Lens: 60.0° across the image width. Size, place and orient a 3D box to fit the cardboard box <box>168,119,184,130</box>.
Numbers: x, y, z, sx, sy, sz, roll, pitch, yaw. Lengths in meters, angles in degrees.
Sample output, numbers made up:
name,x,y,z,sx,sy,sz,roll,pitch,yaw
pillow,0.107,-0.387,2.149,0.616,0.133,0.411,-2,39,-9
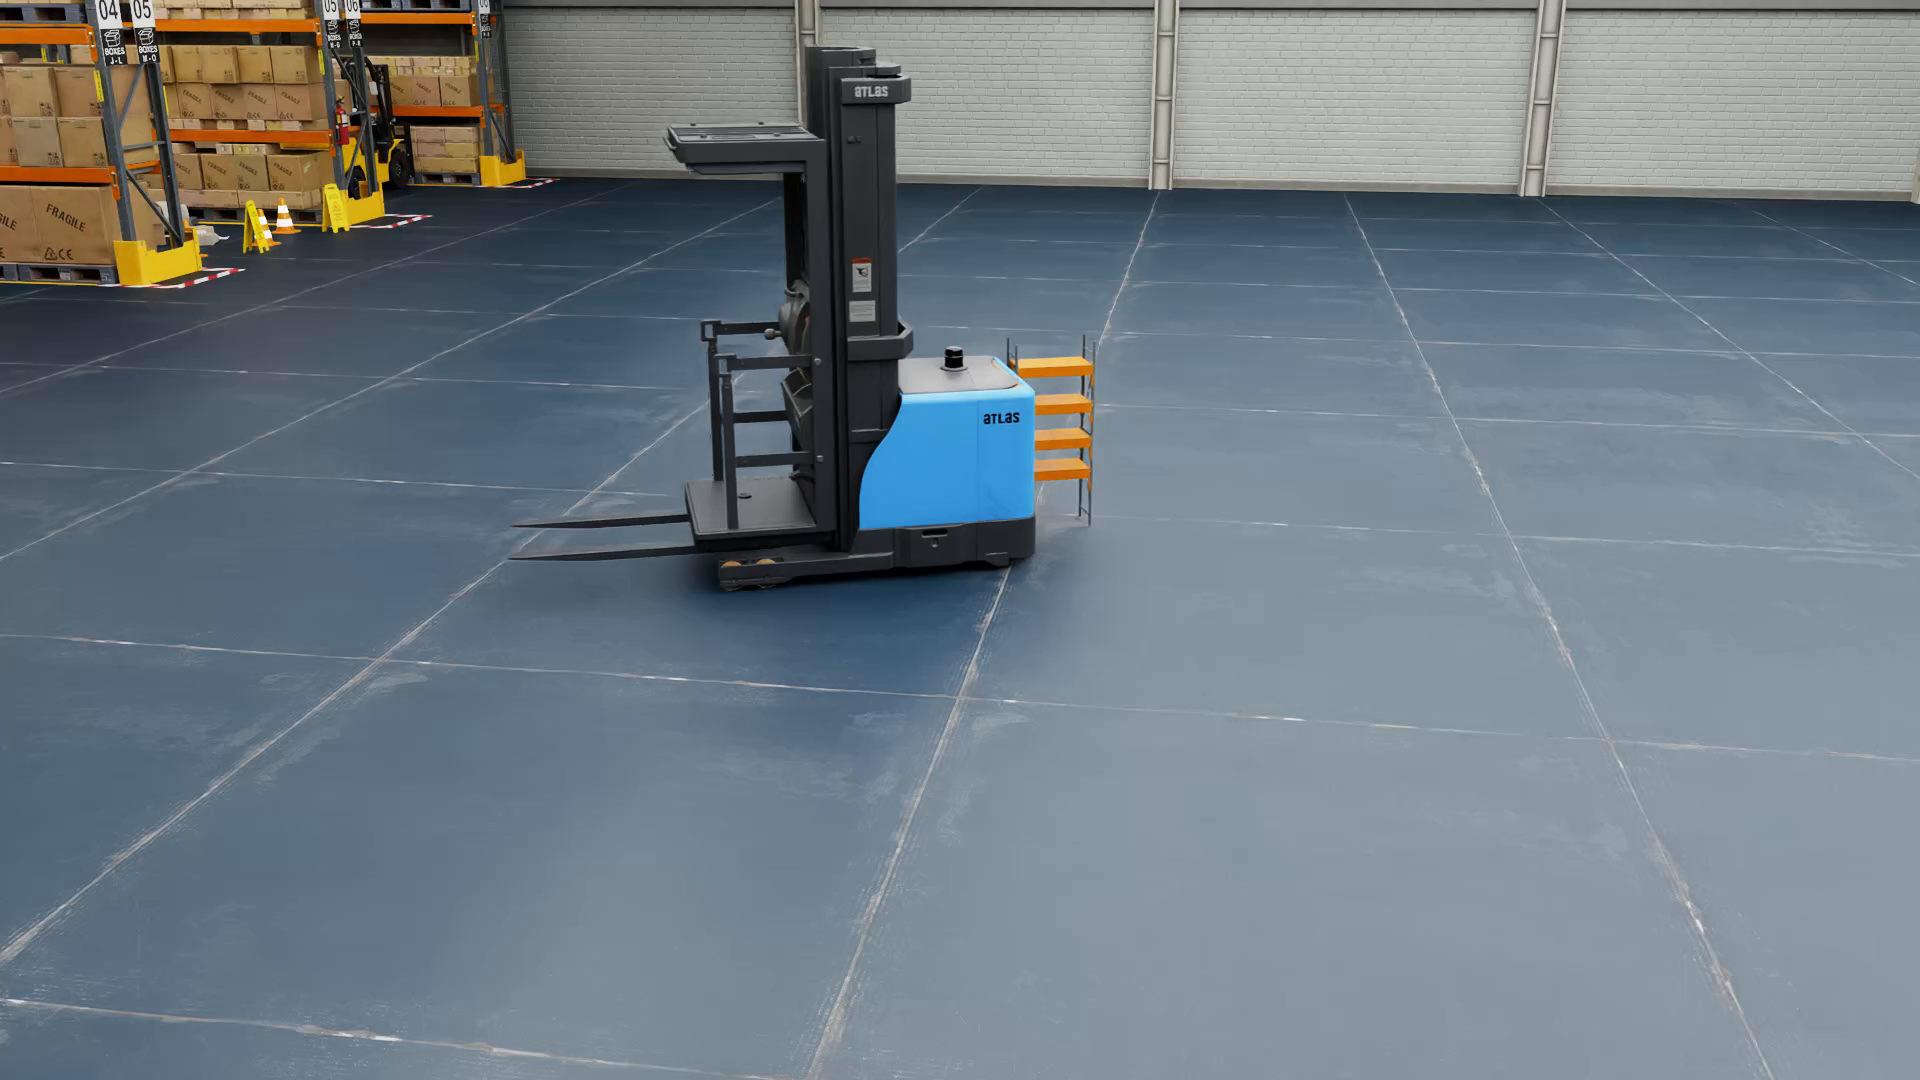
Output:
name,x,y,z,sx,sy,sz,roll,pitch,yaw
cardboard box,-11.140,-5.969,23.811,0.250,0.149,0.380,3,19,9

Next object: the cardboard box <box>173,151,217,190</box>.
name,x,y,z,sx,sy,sz,roll,pitch,yaw
cardboard box,-11.080,-5.358,24.080,0.500,0.500,0.500,4,19,12

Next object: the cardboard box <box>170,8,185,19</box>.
name,x,y,z,sx,sy,sz,roll,pitch,yaw
cardboard box,-10.868,-7.404,23.374,0.250,0.149,0.380,3,19,9

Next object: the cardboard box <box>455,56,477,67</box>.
name,x,y,z,sx,sy,sz,roll,pitch,yaw
cardboard box,-8.316,-8.074,28.057,0.250,0.149,0.380,3,19,9

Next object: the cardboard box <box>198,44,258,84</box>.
name,x,y,z,sx,sy,sz,roll,pitch,yaw
cardboard box,-10.270,-6.712,23.432,0.500,0.500,0.700,3,19,8

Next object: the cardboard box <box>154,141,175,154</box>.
name,x,y,z,sx,sy,sz,roll,pitch,yaw
cardboard box,-11.500,-5.665,23.976,0.250,0.149,0.380,4,19,11

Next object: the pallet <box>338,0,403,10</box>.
name,x,y,z,sx,sy,sz,roll,pitch,yaw
pallet,-9.831,-9.111,28.216,1.213,0.211,1.003,3,19,9

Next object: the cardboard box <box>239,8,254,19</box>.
name,x,y,z,sx,sy,sz,roll,pitch,yaw
cardboard box,-9.856,-7.364,23.253,0.250,0.149,0.380,3,19,9

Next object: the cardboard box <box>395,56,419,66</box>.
name,x,y,z,sx,sy,sz,roll,pitch,yaw
cardboard box,-9.336,-8.095,28.121,0.250,0.149,0.380,3,19,10

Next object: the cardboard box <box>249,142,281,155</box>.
name,x,y,z,sx,sy,sz,roll,pitch,yaw
cardboard box,-9.918,-5.585,23.735,0.250,0.149,0.380,3,19,10

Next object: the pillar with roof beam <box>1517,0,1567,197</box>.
name,x,y,z,sx,sy,sz,roll,pitch,yaw
pillar with roof beam,8.616,-8.533,21.625,0.400,9.000,9.100,3,19,9

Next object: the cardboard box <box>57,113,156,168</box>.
name,x,y,z,sx,sy,sz,roll,pitch,yaw
cardboard box,-9.771,-4.590,19.058,0.550,0.550,0.875,3,19,9

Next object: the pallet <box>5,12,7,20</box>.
name,x,y,z,sx,sy,sz,roll,pitch,yaw
pallet,-11.340,-5.990,18.889,1.213,0.211,1.003,3,19,9

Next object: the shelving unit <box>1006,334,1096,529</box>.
name,x,y,z,sx,sy,sz,roll,pitch,yaw
shelving unit,0.559,-0.662,10.391,0.503,1.200,0.258,-4,19,-12

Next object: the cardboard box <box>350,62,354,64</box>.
name,x,y,z,sx,sy,sz,roll,pitch,yaw
cardboard box,-10.326,-8.174,28.357,0.250,0.149,0.380,3,19,8

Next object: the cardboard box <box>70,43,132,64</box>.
name,x,y,z,sx,sy,sz,roll,pitch,yaw
cardboard box,-12.262,-6.844,23.829,0.500,0.500,0.700,3,19,8

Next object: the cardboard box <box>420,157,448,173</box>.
name,x,y,z,sx,sy,sz,roll,pitch,yaw
cardboard box,-8.932,-6.473,28.595,0.500,0.250,0.500,3,19,9

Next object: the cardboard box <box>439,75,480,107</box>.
name,x,y,z,sx,sy,sz,roll,pitch,yaw
cardboard box,-8.456,-7.616,28.179,0.500,0.500,0.500,3,19,7

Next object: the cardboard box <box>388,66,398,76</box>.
name,x,y,z,sx,sy,sz,roll,pitch,yaw
cardboard box,-9.586,-7.967,28.207,0.250,0.149,0.380,3,19,9

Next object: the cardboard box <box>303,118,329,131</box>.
name,x,y,z,sx,sy,sz,roll,pitch,yaw
cardboard box,-9.116,-5.903,23.614,0.250,0.149,0.380,4,19,10

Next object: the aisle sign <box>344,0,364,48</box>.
name,x,y,z,sx,sy,sz,roll,pitch,yaw
aisle sign,-8.602,-7.397,23.587,0.004,0.787,0.394,3,19,9

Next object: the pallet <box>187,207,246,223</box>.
name,x,y,z,sx,sy,sz,roll,pitch,yaw
pallet,-10.785,-4.866,24.513,1.213,0.211,1.003,3,19,9

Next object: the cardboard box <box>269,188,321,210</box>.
name,x,y,z,sx,sy,sz,roll,pitch,yaw
cardboard box,-9.577,-4.923,23.961,0.500,0.250,0.500,3,19,8

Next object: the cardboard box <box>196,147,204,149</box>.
name,x,y,z,sx,sy,sz,roll,pitch,yaw
cardboard box,-11.533,-5.552,24.658,0.500,0.500,0.500,3,19,10

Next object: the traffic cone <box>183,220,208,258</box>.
name,x,y,z,sx,sy,sz,roll,pitch,yaw
traffic cone,-9.697,-3.783,20.880,0.334,0.463,0.336,3,19,9

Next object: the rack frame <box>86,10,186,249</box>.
name,x,y,z,sx,sy,sz,roll,pitch,yaw
rack frame,-9.398,-4.515,19.068,0.127,3.000,1.000,3,19,9

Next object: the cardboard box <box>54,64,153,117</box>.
name,x,y,z,sx,sy,sz,roll,pitch,yaw
cardboard box,-9.758,-5.129,18.965,0.550,0.550,0.875,3,19,9

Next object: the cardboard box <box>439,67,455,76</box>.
name,x,y,z,sx,sy,sz,roll,pitch,yaw
cardboard box,-8.573,-7.914,28.048,0.250,0.149,0.380,3,19,10

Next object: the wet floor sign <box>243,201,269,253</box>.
name,x,y,z,sx,sy,sz,roll,pitch,yaw
wet floor sign,-9.055,-4.017,21.291,0.232,0.644,0.267,0,19,-1

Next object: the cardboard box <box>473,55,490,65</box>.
name,x,y,z,sx,sy,sz,roll,pitch,yaw
cardboard box,-8.227,-8.206,28.451,0.250,0.149,0.380,3,19,8

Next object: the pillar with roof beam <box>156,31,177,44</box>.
name,x,y,z,sx,sy,sz,roll,pitch,yaw
pillar with roof beam,-15.080,-9.741,25.235,0.400,9.000,9.100,3,19,9

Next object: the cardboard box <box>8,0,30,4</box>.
name,x,y,z,sx,sy,sz,roll,pitch,yaw
cardboard box,-10.282,-6.001,18.359,0.250,0.149,0.380,3,19,9

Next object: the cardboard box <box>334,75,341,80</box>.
name,x,y,z,sx,sy,sz,roll,pitch,yaw
cardboard box,-10.464,-7.724,28.503,0.500,0.500,0.500,3,19,8

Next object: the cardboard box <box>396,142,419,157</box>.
name,x,y,z,sx,sy,sz,roll,pitch,yaw
cardboard box,-9.466,-6.732,28.581,0.500,0.250,0.500,2,19,7

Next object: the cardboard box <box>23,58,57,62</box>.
name,x,y,z,sx,sy,sz,roll,pitch,yaw
cardboard box,-16.311,-8.350,29.711,0.500,0.500,0.500,4,19,11

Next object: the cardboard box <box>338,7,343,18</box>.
name,x,y,z,sx,sy,sz,roll,pitch,yaw
cardboard box,-8.988,-7.492,23.636,0.250,0.149,0.380,3,19,9

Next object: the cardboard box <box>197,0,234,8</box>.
name,x,y,z,sx,sy,sz,roll,pitch,yaw
cardboard box,-10.270,-7.554,23.194,0.500,0.250,0.500,3,19,10

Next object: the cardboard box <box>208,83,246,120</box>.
name,x,y,z,sx,sy,sz,roll,pitch,yaw
cardboard box,-10.279,-6.253,23.637,0.500,0.500,0.500,3,19,8

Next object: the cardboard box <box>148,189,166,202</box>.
name,x,y,z,sx,sy,sz,roll,pitch,yaw
cardboard box,-11.593,-5.029,24.278,0.500,0.250,0.500,4,19,12

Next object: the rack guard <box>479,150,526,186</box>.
name,x,y,z,sx,sy,sz,roll,pitch,yaw
rack guard,-7.905,-6.439,28.759,0.348,0.500,1.175,3,19,9

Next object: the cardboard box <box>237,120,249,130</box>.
name,x,y,z,sx,sy,sz,roll,pitch,yaw
cardboard box,-10.123,-5.961,23.787,0.250,0.149,0.380,3,19,9

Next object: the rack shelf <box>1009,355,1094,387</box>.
name,x,y,z,sx,sy,sz,roll,pitch,yaw
rack shelf,0.559,-1.035,10.267,0.480,0.148,0.258,-4,19,-12

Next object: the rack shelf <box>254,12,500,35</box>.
name,x,y,z,sx,sy,sz,roll,pitch,yaw
rack shelf,-9.903,-8.808,28.305,4.000,0.370,1.077,3,19,9

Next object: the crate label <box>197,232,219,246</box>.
name,x,y,z,sx,sy,sz,roll,pitch,yaw
crate label,-9.968,-3.986,21.999,0.298,0.136,0.250,-7,20,-20

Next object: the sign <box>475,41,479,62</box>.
name,x,y,z,sx,sy,sz,roll,pitch,yaw
sign,-8.029,-8.118,27.639,0.005,0.325,0.100,3,19,9

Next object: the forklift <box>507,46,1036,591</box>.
name,x,y,z,sx,sy,sz,roll,pitch,yaw
forklift,-1.125,-1.283,9.519,3.031,2.935,1.130,-4,19,-12

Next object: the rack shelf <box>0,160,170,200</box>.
name,x,y,z,sx,sy,sz,roll,pitch,yaw
rack shelf,-11.372,-4.274,19.483,4.000,0.370,1.077,3,19,9
